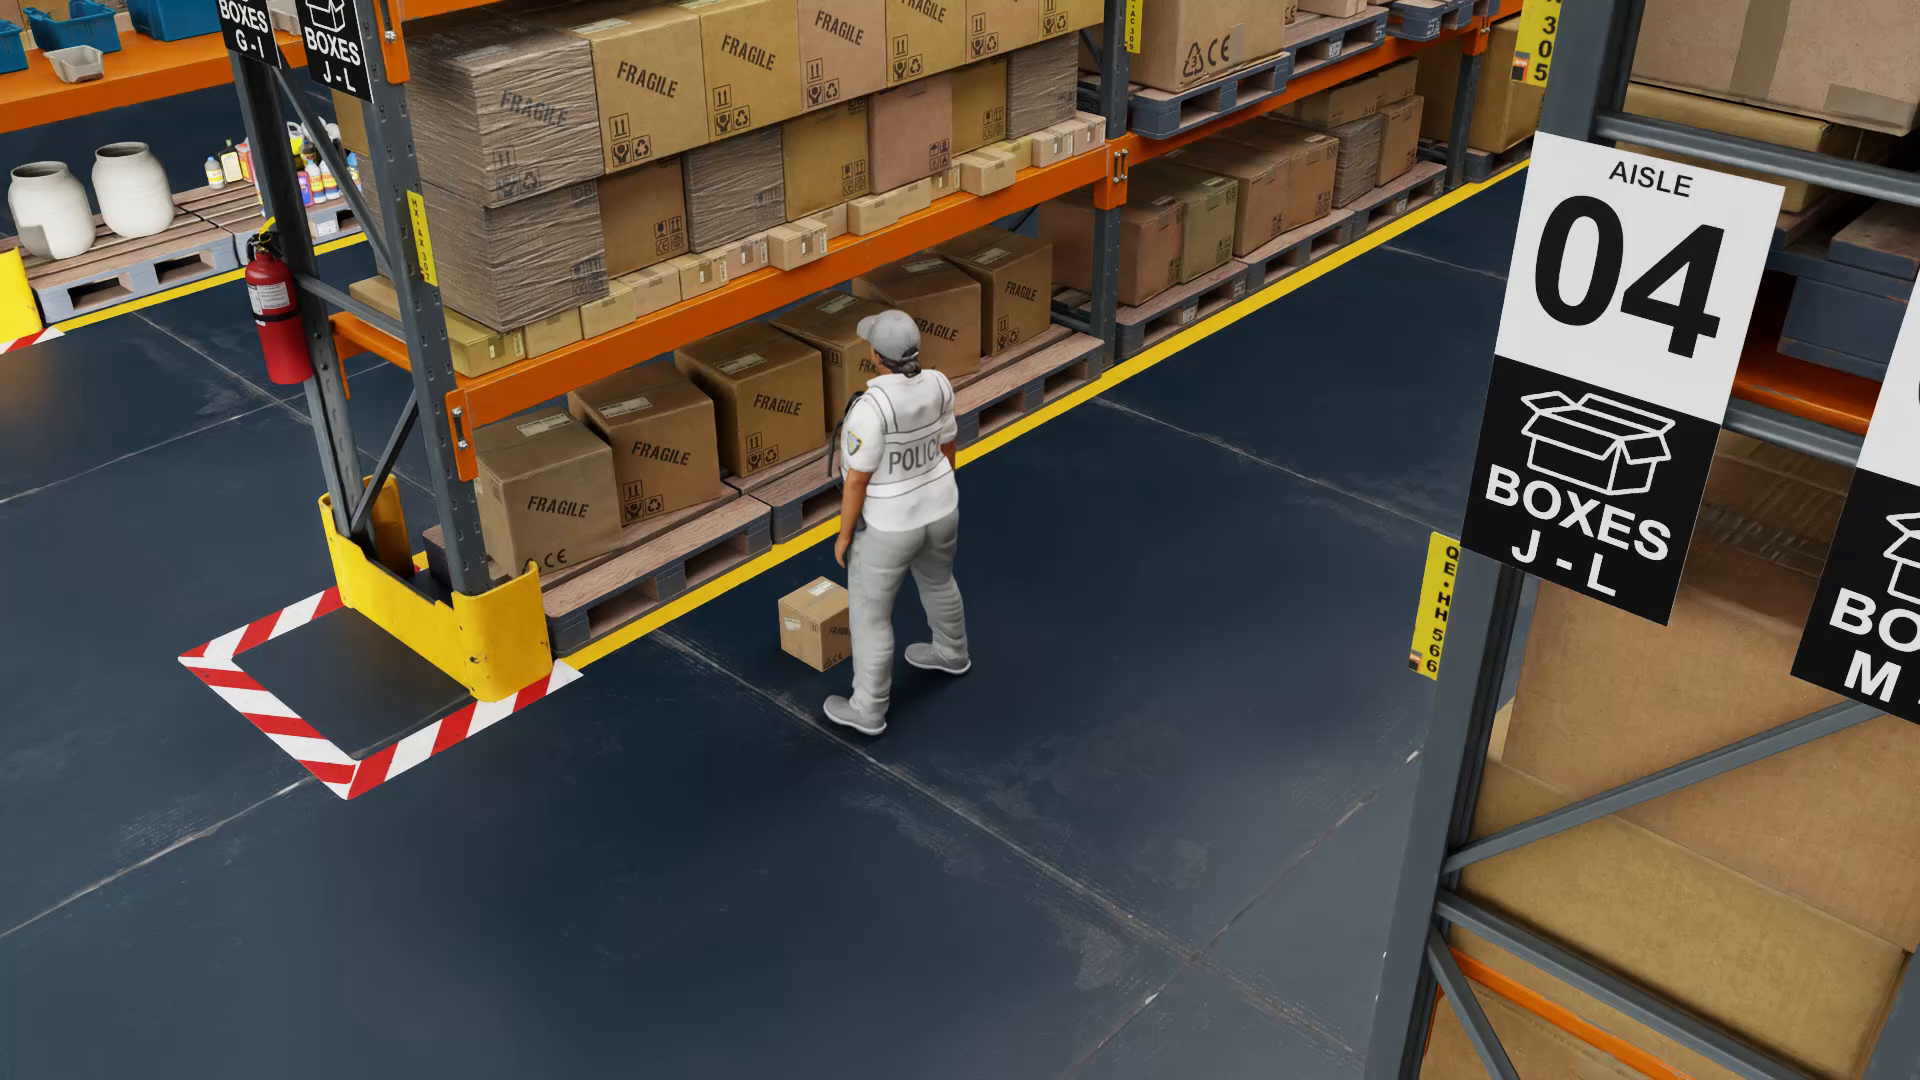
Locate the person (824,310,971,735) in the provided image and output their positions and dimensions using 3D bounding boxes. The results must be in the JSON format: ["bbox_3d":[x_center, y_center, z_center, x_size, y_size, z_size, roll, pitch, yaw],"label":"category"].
[{"bbox_3d":[-0.234,-0.082,6.259,0.404,1.670,0.646,27,41,36],"label":"person"}]
